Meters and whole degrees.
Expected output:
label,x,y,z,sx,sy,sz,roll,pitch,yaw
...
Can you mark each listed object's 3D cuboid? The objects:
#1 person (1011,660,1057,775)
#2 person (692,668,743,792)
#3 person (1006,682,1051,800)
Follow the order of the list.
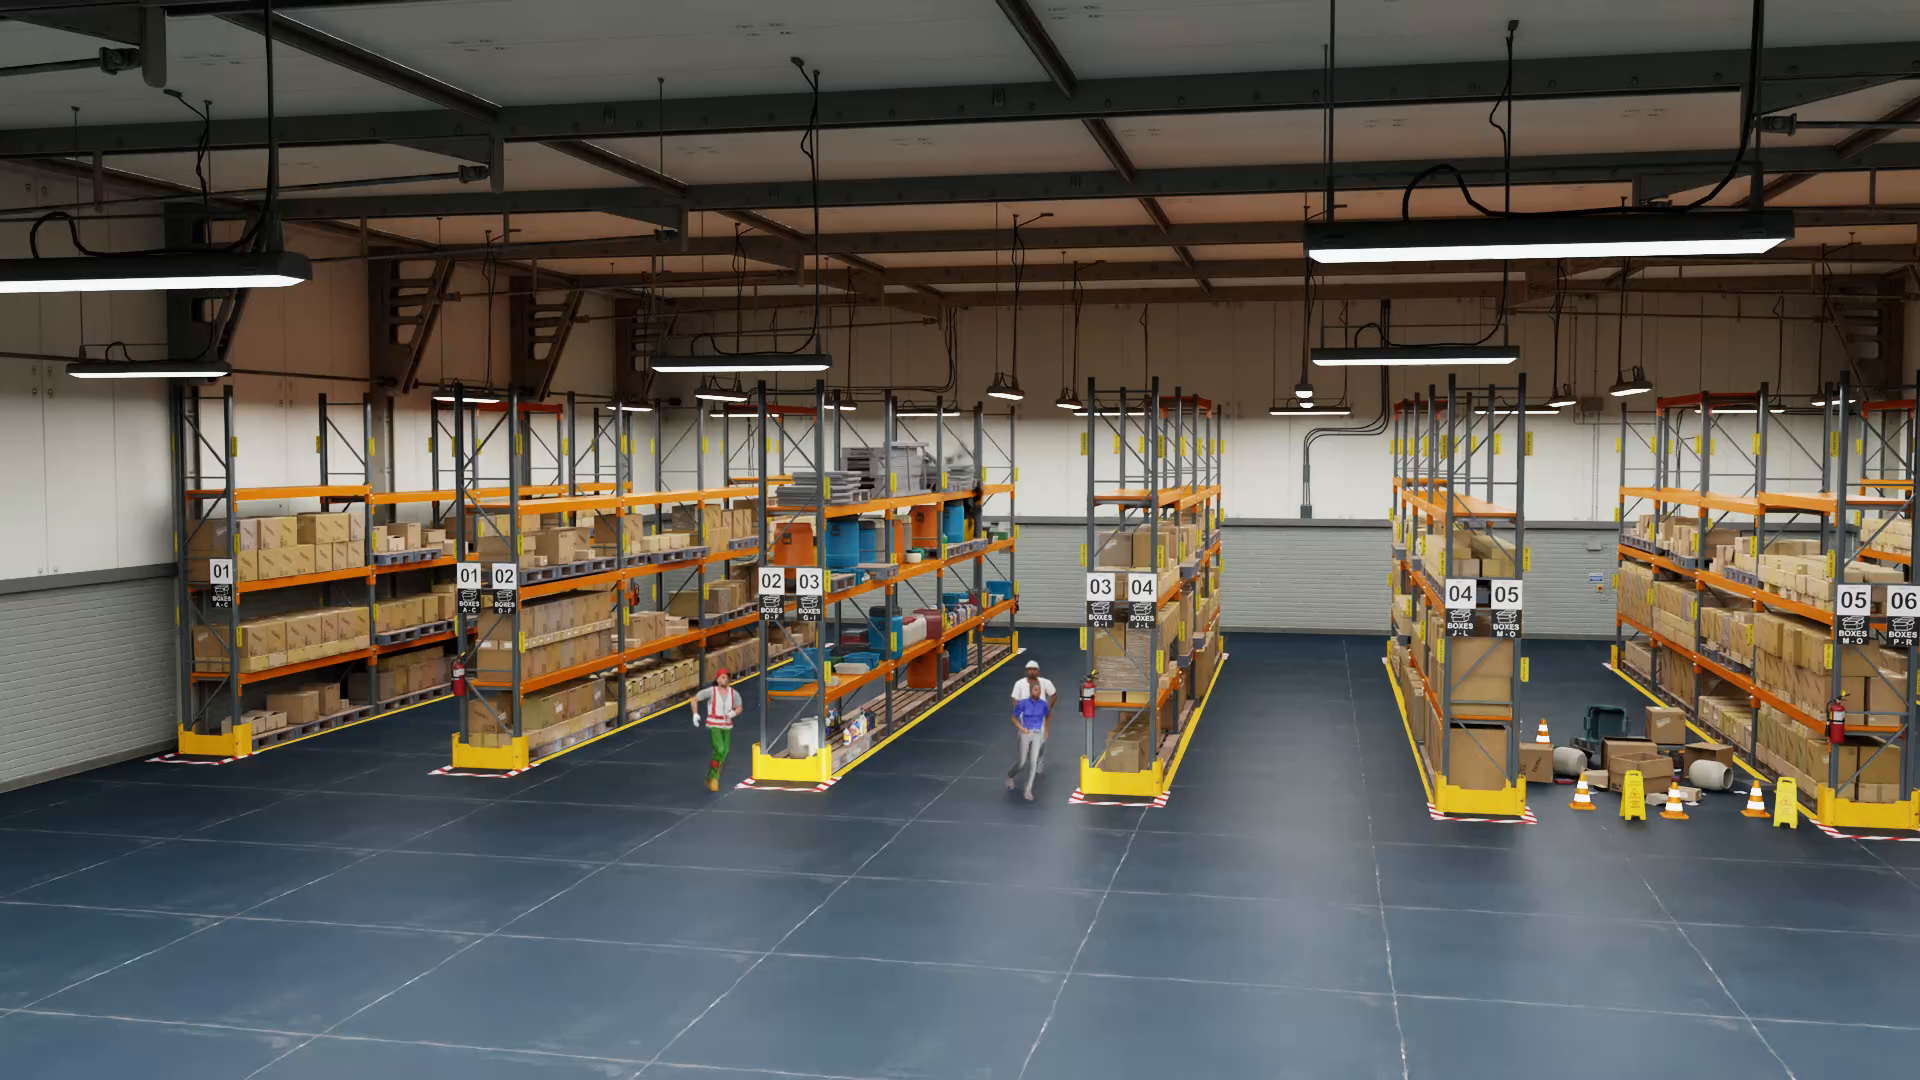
label,x,y,z,sx,sy,sz,roll,pitch,yaw
person,1.112,2.712,25.289,0.680,1.750,0.626,0,3,8
person,-3.503,2.759,24.274,0.708,1.757,0.656,-2,4,-37
person,1.027,2.860,23.916,0.614,1.647,0.727,-1,3,-16
